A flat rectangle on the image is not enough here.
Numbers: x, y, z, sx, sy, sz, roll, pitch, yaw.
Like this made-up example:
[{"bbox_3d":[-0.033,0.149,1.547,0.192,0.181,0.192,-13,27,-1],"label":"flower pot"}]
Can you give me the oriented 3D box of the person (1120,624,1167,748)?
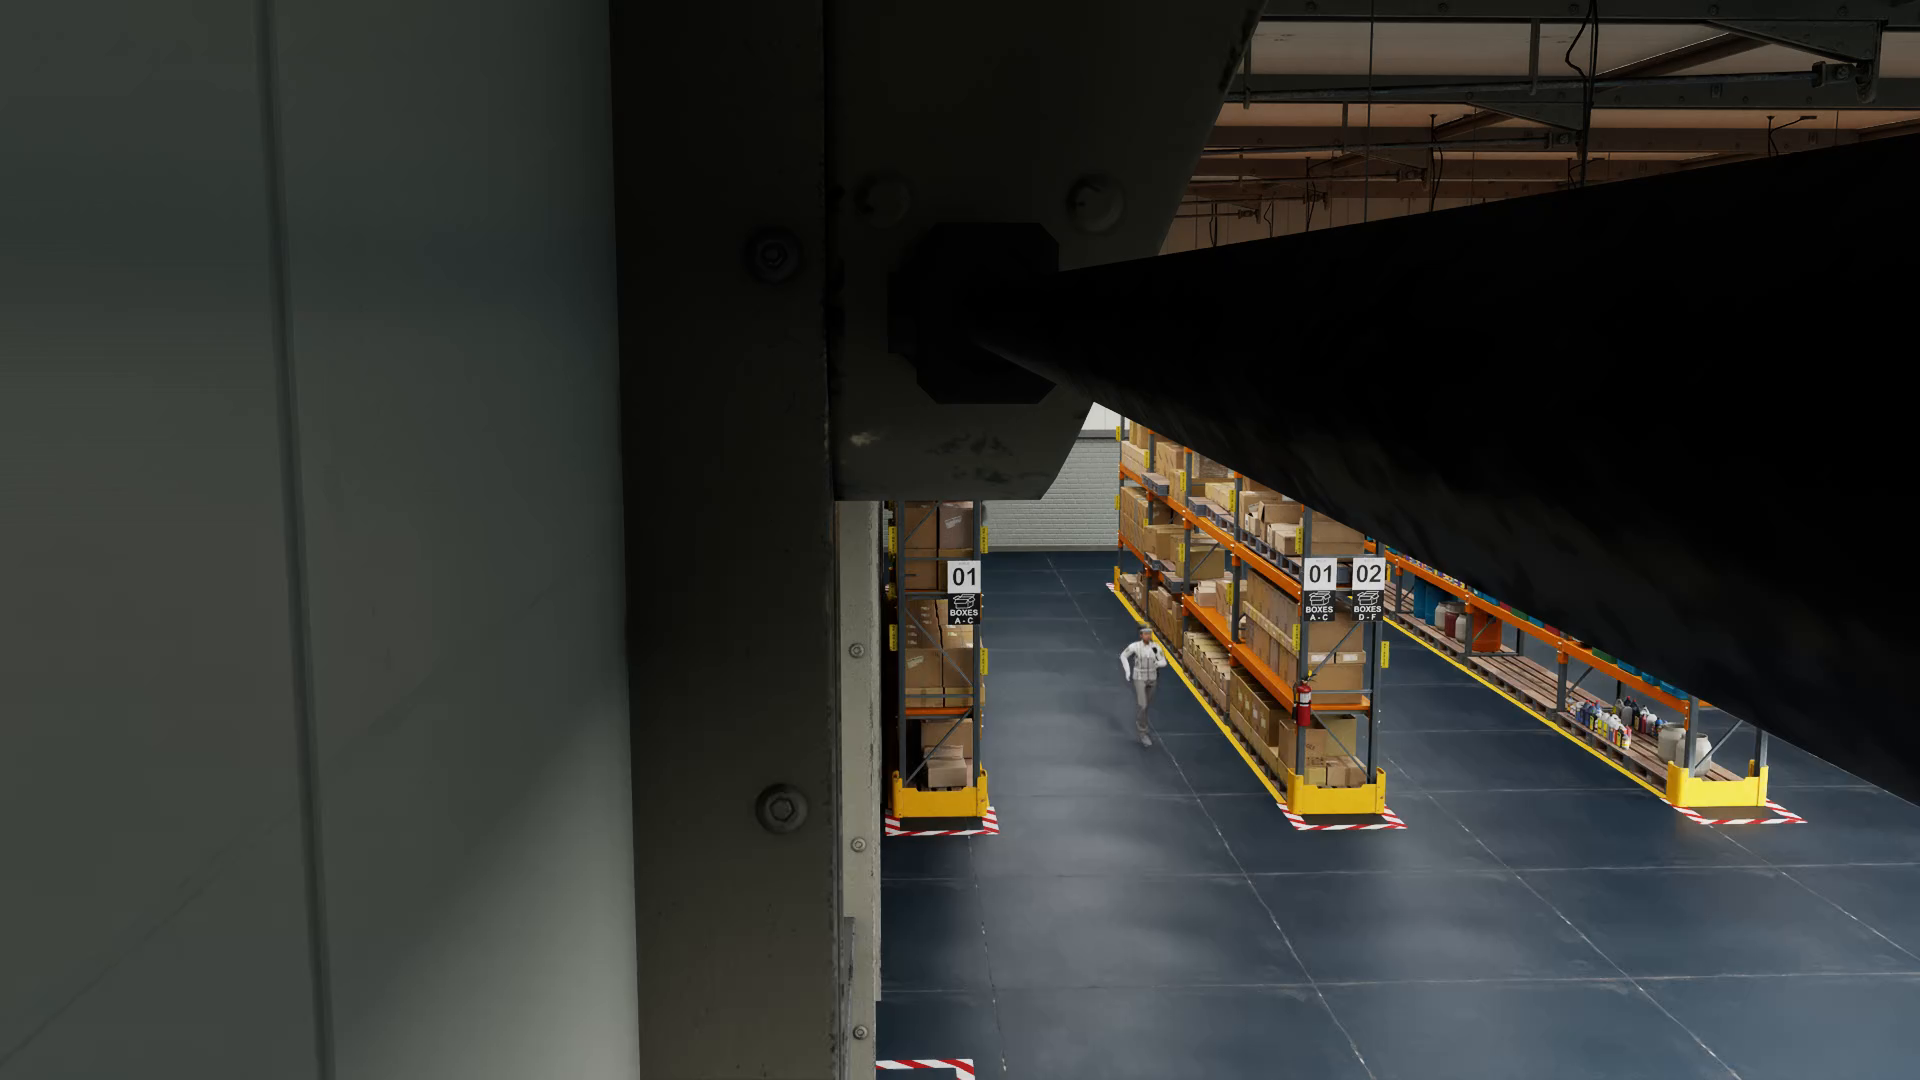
[{"bbox_3d":[2.664,2.040,23.974,0.593,1.727,0.854,-2,9,-15],"label":"person"}]
